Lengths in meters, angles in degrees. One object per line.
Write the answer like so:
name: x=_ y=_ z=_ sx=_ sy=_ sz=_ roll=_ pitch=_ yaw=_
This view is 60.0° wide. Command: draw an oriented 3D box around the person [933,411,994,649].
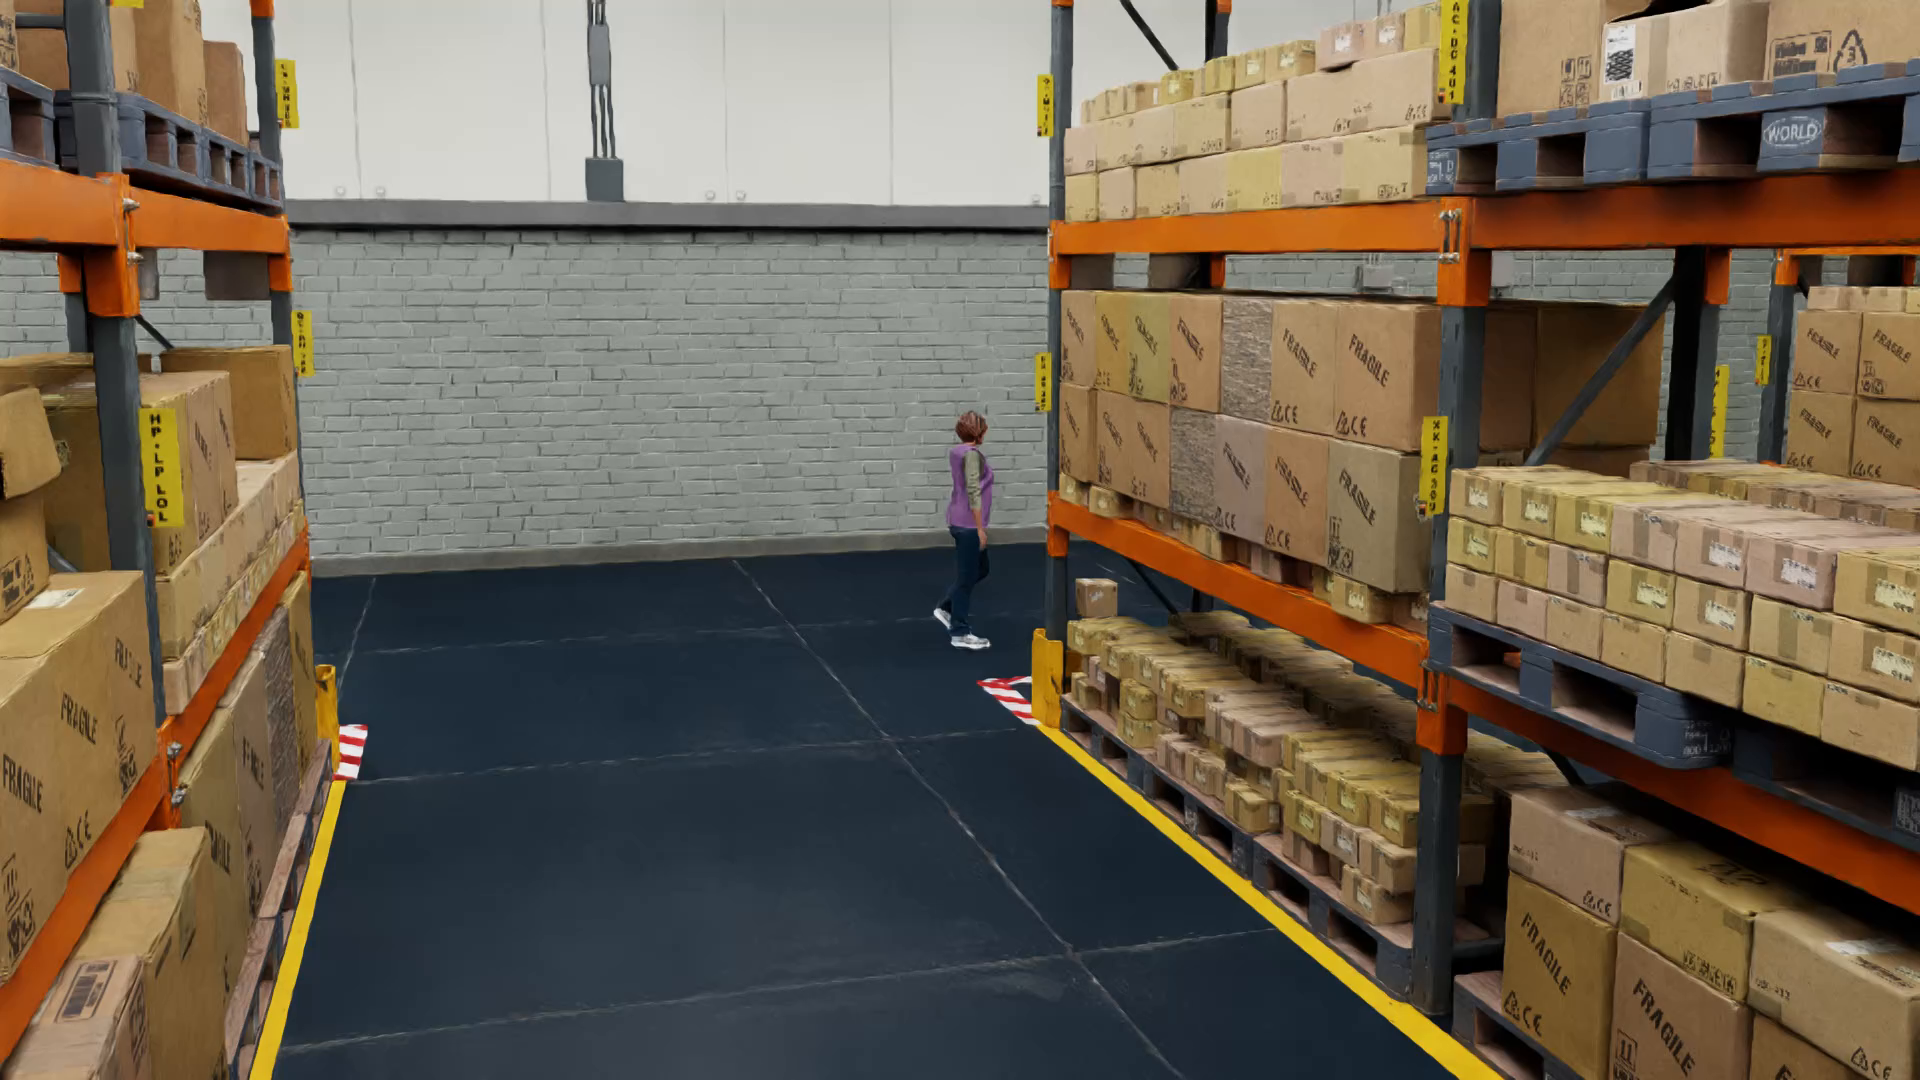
person: x=0.028 y=-0.082 z=11.294 sx=0.420 sy=1.588 sz=0.493 roll=-2 pitch=10 yaw=-12
